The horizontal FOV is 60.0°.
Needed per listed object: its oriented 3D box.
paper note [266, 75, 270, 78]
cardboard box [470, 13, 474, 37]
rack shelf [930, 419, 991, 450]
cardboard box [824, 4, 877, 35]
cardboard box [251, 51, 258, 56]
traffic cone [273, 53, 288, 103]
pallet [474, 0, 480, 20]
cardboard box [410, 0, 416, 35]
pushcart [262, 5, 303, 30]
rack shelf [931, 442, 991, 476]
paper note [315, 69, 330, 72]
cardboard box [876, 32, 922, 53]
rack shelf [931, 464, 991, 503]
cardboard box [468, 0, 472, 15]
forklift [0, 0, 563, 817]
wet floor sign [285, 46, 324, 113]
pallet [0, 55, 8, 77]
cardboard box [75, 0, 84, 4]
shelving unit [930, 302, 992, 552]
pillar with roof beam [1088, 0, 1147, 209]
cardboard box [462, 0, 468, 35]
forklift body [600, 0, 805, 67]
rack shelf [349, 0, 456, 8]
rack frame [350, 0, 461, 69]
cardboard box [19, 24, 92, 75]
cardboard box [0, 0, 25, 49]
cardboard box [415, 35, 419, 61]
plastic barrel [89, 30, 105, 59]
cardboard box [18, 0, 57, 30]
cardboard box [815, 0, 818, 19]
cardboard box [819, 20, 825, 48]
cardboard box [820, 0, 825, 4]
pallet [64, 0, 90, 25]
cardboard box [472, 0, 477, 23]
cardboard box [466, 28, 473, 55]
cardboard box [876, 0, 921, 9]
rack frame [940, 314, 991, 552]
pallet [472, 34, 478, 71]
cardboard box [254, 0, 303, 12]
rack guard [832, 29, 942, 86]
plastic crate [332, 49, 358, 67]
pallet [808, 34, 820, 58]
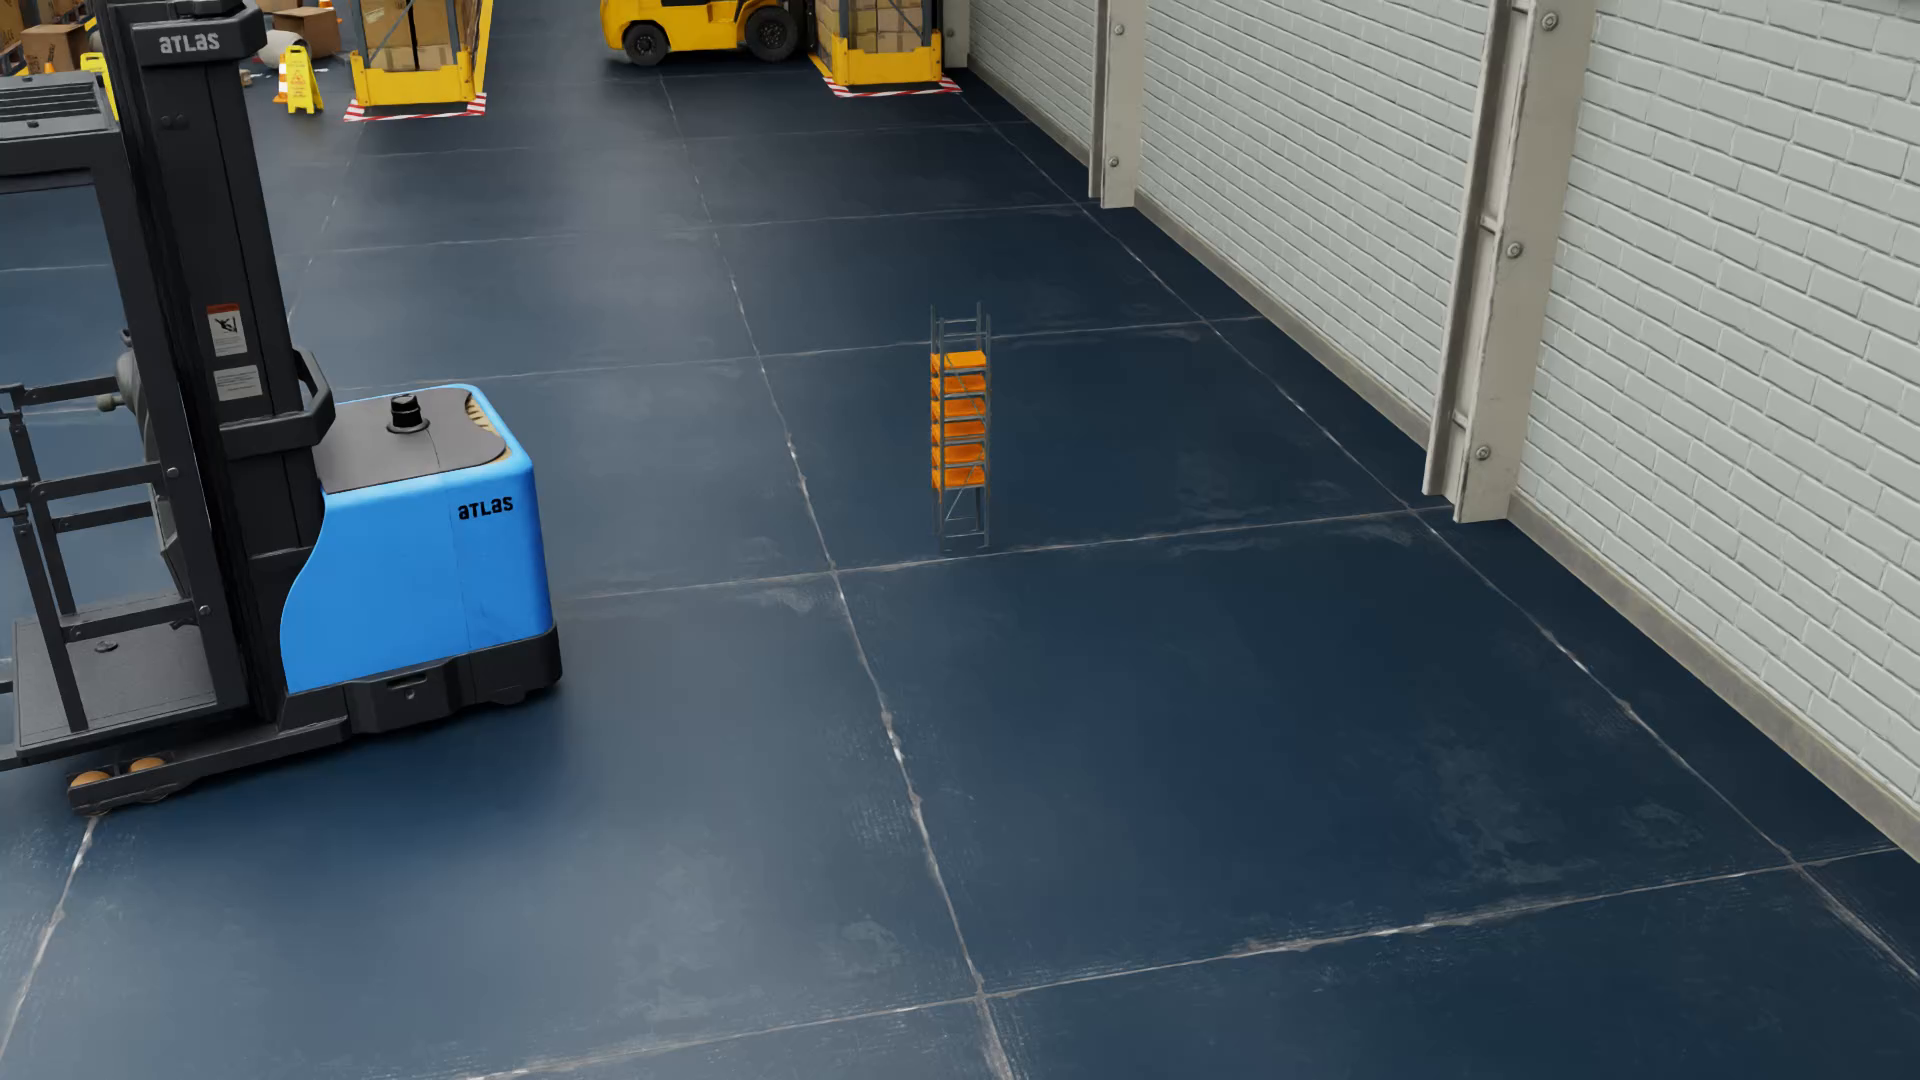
[{"bbox_3d":[-7.656,-5.132,18.406,0.032,0.001,0.123,-6,27,-12],"label":"paper note"},{"bbox_3d":[-5.903,-5.918,19.231,0.500,0.250,0.500,-6,27,-11],"label":"cardboard box"},{"bbox_3d":[0.003,-0.490,7.987,0.258,0.103,0.180,-6,27,-12],"label":"rack shelf"},{"bbox_3d":[-1.216,-5.761,18.367,0.500,0.250,0.500,-6,27,-12],"label":"cardboard box"},{"bbox_3d":[-8.445,-5.851,19.547,0.396,0.266,0.258,19,32,32],"label":"cardboard box"},{"bbox_3d":[-6.990,-4.816,17.278,0.336,0.463,0.334,-6,27,-12],"label":"traffic cone"},{"bbox_3d":[-6.715,-6.744,21.376,1.003,0.211,1.213,-6,27,-12],"label":"pallet"},{"bbox_3d":[-6.192,-5.739,18.045,0.500,0.500,0.500,-5,27,-10],"label":"cardboard box"},{"bbox_3d":[-8.748,-6.223,20.160,1.648,0.377,0.936,-16,31,-29],"label":"pushcart"},{"bbox_3d":[0.003,-0.382,8.041,0.258,0.103,0.180,-6,27,-12],"label":"rack shelf"},{"bbox_3d":[-7.173,-5.289,18.694,0.142,0.019,0.148,-16,31,-29],"label":"paper note"},{"bbox_3d":[-0.722,-5.592,18.585,0.500,0.250,0.500,-6,27,-11],"label":"cardboard box"},{"bbox_3d":[0.003,-0.275,8.095,0.258,0.103,0.180,-6,27,-12],"label":"rack shelf"},{"bbox_3d":[-5.911,-6.262,19.081,0.500,0.500,0.500,-5,27,-9],"label":"cardboard box"},{"bbox_3d":[-3.214,-0.548,6.083,3.031,2.935,1.130,-13,30,-25],"label":"forklift"},{"bbox_3d":[-6.636,-4.648,16.742,0.267,0.644,0.232,3,27,6],"label":"wet floor sign"},{"bbox_3d":[-10.964,-4.976,17.875,1.003,0.211,1.213,-6,27,-12],"label":"pallet"},{"bbox_3d":[-11.989,-7.379,21.571,1.050,0.750,0.750,-6,27,-11],"label":"cardboard box"},{"bbox_3d":[0.003,-0.529,7.967,0.258,1.200,0.189,-6,27,-12],"label":"shelving unit"},{"bbox_3d":[-2.922,-6.401,10.944,9.100,9.000,0.400,-6,27,-12],"label":"pillar with roof beam"},{"bbox_3d":[-5.677,-5.807,18.180,0.500,0.500,0.500,-7,28,-14],"label":"cardboard box"},{"bbox_3d":[-3.006,-6.665,19.067,2.313,2.155,1.214,-6,27,-12],"label":"forklift body"},{"bbox_3d":[-6.087,-6.448,18.494,1.077,0.370,4.000,-6,27,-12],"label":"rack shelf"},{"bbox_3d":[-5.637,-5.891,16.592,1.000,3.000,0.127,-6,27,-12],"label":"rack frame"},{"bbox_3d":[-9.988,-5.408,18.406,0.500,0.500,0.500,-1,27,-3],"label":"cardboard box"},{"bbox_3d":[-11.264,-6.055,18.810,0.875,0.875,0.875,-6,27,-11],"label":"cardboard box"},{"bbox_3d":[-6.190,-5.406,18.218,0.500,0.250,0.500,-6,27,-11],"label":"cardboard box"},{"bbox_3d":[-9.588,-5.607,18.890,0.512,0.421,0.421,13,30,24],"label":"plastic barrel"},{"bbox_3d":[-11.565,-6.546,19.921,1.050,0.750,0.750,-6,27,-12],"label":"cardboard box"},{"bbox_3d":[-1.455,-6.207,19.250,0.500,0.250,0.500,-7,28,-13],"label":"cardboard box"},{"bbox_3d":[-1.318,-5.750,18.898,0.500,0.250,0.500,-6,27,-12],"label":"cardboard box"},{"bbox_3d":[-1.330,-6.197,18.674,0.500,0.250,0.500,-5,27,-11],"label":"cardboard box"},{"bbox_3d":[-11.864,-6.723,21.335,1.003,0.211,1.213,-6,27,-12],"label":"pallet"},{"bbox_3d":[-6.143,-6.374,20.136,0.500,0.250,0.500,-5,27,-9],"label":"cardboard box"},{"bbox_3d":[-5.657,-5.458,18.320,0.500,0.250,0.500,-5,27,-10],"label":"cardboard box"},{"bbox_3d":[-0.725,-6.033,18.350,0.500,0.250,0.500,-6,27,-12],"label":"cardboard box"},{"bbox_3d":[0.024,-0.489,7.887,0.240,1.200,0.006,-6,27,-12],"label":"rack frame"},{"bbox_3d":[-6.074,-5.574,19.059,1.003,0.211,1.213,-6,27,-12],"label":"pallet"},{"bbox_3d":[-8.265,-6.675,20.079,0.500,0.500,0.500,-6,27,-12],"label":"cardboard box"},{"bbox_3d":[-0.796,-5.270,18.136,1.175,0.500,0.348,-6,27,-12],"label":"rack guard"},{"bbox_3d":[-6.983,-5.571,19.198,0.402,0.080,0.583,-16,31,-29],"label":"plastic crate"},{"bbox_3d":[-1.286,-6.018,19.938,1.003,0.211,1.213,-6,27,-12],"label":"pallet"}]
